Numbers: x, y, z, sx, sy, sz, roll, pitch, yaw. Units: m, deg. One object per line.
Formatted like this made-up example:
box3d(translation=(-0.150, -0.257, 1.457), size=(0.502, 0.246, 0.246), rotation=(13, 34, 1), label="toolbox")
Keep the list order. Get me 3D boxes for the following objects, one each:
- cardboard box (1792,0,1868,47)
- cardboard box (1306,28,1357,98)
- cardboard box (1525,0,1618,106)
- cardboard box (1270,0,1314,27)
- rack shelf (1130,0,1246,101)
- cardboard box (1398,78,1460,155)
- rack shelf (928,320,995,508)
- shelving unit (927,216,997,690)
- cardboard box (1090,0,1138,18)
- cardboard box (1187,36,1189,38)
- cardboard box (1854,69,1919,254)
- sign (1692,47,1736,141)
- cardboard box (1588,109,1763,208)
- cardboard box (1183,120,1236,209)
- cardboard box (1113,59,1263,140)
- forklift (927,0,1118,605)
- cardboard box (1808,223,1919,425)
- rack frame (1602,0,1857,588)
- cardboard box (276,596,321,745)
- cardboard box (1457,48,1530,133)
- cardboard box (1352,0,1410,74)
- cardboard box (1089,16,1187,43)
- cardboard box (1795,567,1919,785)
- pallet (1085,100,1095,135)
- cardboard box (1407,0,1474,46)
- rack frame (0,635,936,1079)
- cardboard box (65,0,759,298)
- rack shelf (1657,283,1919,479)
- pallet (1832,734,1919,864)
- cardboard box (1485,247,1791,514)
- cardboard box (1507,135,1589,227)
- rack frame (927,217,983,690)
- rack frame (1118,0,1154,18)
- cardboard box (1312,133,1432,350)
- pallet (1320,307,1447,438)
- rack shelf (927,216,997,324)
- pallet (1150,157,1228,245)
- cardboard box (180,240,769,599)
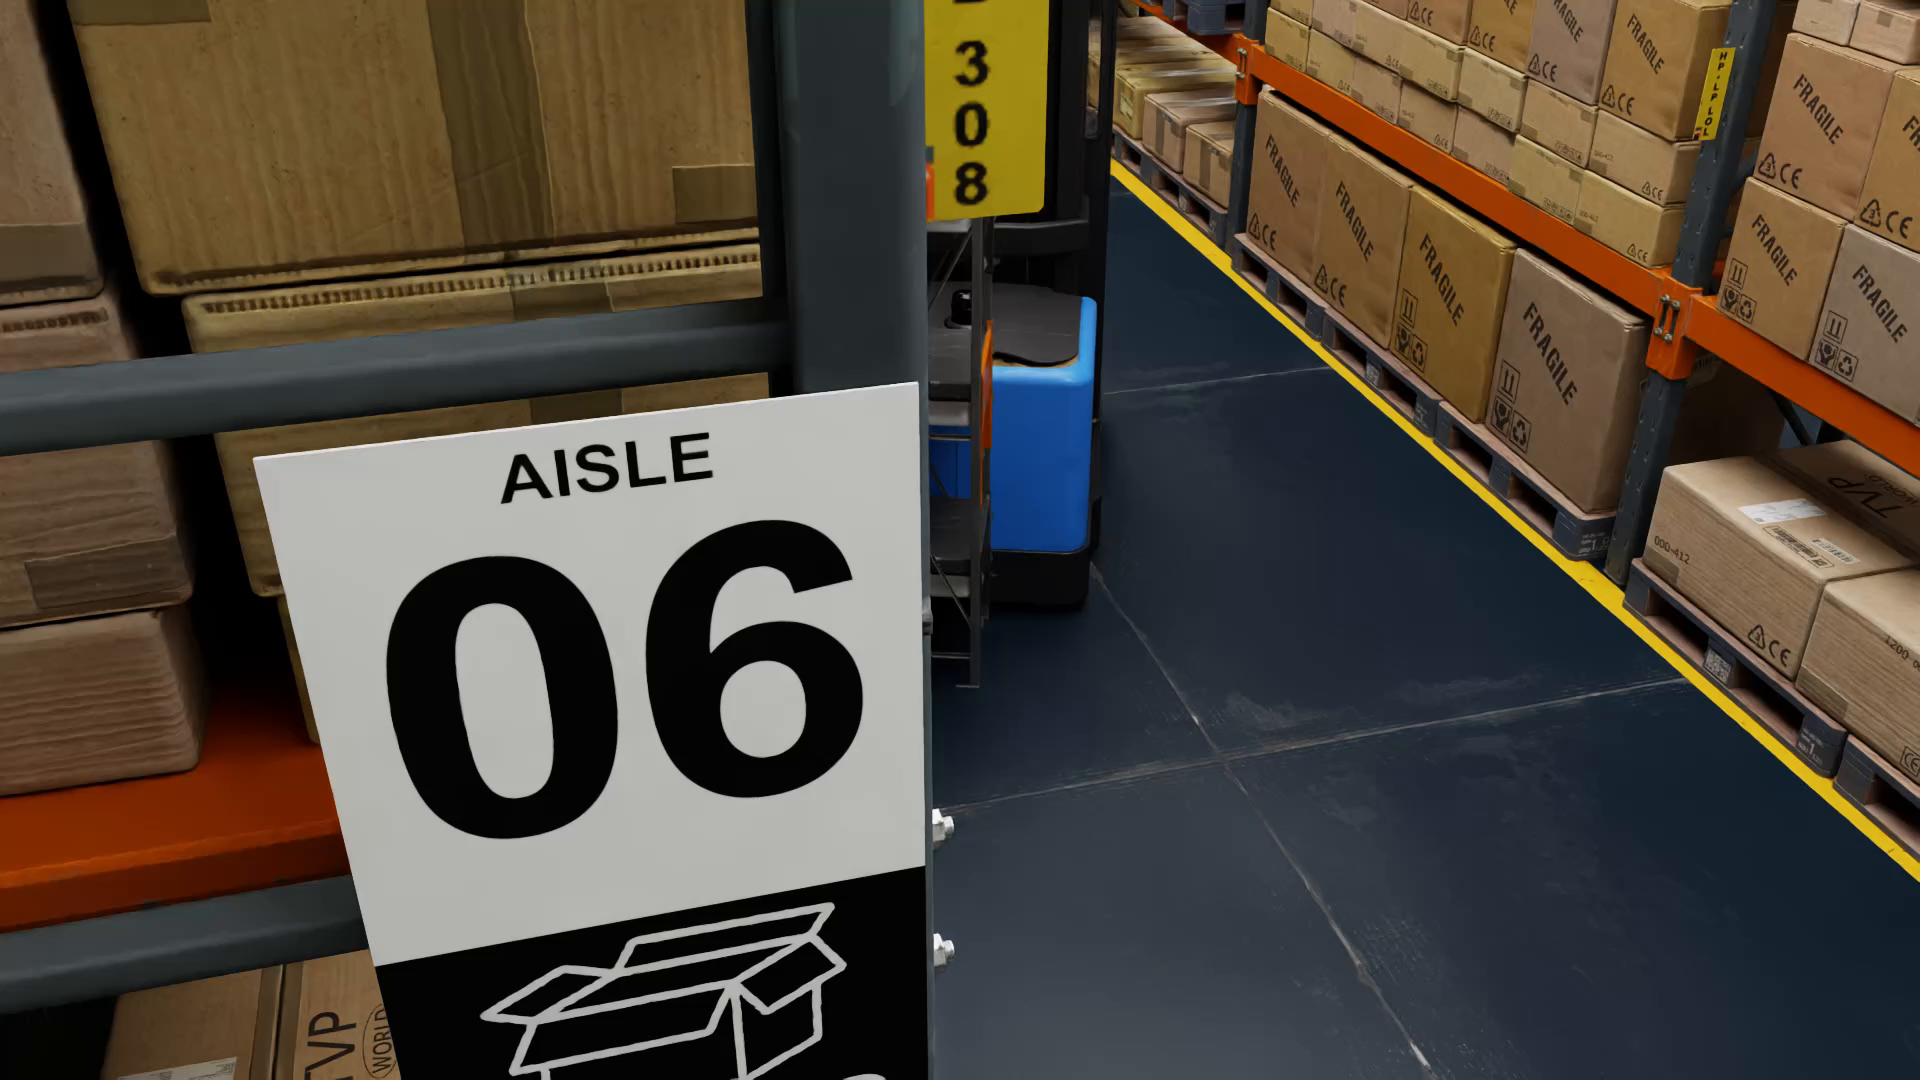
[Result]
box3d(translation=(3.039, -1.764, 5.558), size=(0.380, 0.149, 0.250), rotation=(-8, 31, -14), label="cardboard box")
box3d(translation=(2.184, -2.546, 8.804), size=(0.500, 0.250, 0.500), rotation=(-9, 31, -15), label="cardboard box")
box3d(translation=(2.700, -2.102, 6.789), size=(0.500, 0.500, 0.500), rotation=(-7, 31, -12), label="cardboard box")
box3d(translation=(2.040, -3.000, 9.090), size=(0.500, 0.250, 0.500), rotation=(-8, 31, -14), label="cardboard box")
box3d(translation=(1.613, -3.781, 11.506), size=(1.077, 0.370, 4.000), rotation=(-8, 31, -13), label="rack shelf")
box3d(translation=(2.452, -2.054, 7.954), size=(0.500, 0.250, 0.500), rotation=(-8, 31, -13), label="cardboard box")
box3d(translation=(-0.106, -0.465, 5.984), size=(0.431, 0.518, 0.480), rotation=(3, 30, 4), label="rack shelf")
box3d(translation=(-0.106, -0.477, 5.977), size=(0.431, 2.100, 0.503), rotation=(3, 30, 4), label="shelving unit")
box3d(translation=(1.186, -4.695, 13.945), size=(0.500, 0.500, 0.500), rotation=(-6, 31, -11), label="cardboard box")
box3d(translation=(2.110, -4.676, 14.827), size=(0.500, 0.500, 0.500), rotation=(13, 32, 21), label="cardboard box")
box3d(translation=(3.226, -1.164, 5.168), size=(0.500, 0.500, 0.500), rotation=(-8, 31, -14), label="cardboard box")
box3d(translation=(2.685, -1.584, 5.916), size=(0.100, 0.325, 0.005), rotation=(-8, 31, -13), label="sign")
box3d(translation=(2.854, -1.527, 6.544), size=(0.500, 0.250, 0.500), rotation=(-8, 31, -13), label="cardboard box")
box3d(translation=(2.003, -2.445, 10.684), size=(0.950, 0.372, 0.625), rotation=(-10, 32, -17), label="cardboard box")
box3d(translation=(1.604, -3.167, 11.932), size=(0.950, 0.372, 0.625), rotation=(-7, 31, -12), label="cardboard box")
box3d(translation=(0.120, -1.718, 7.293), size=(1.130, 2.935, 3.031), rotation=(3, 30, 4), label="forklift")
box3d(translation=(3.207, -0.733, 5.422), size=(0.500, 0.500, 0.500), rotation=(-8, 31, -13), label="cardboard box")
box3d(translation=(3.206, -1.194, 6.319), size=(1.000, 3.000, 0.127), rotation=(-8, 31, -13), label="rack frame")
box3d(translation=(-0.378, 0.025, 1.469), size=(0.380, 0.149, 0.250), rotation=(-7, 31, -12), label="cardboard box")
box3d(translation=(2.571, -2.016, 7.390), size=(0.500, 0.250, 0.500), rotation=(-7, 31, -12), label="cardboard box")
box3d(translation=(2.297, -2.508, 8.240), size=(0.500, 0.250, 0.500), rotation=(-8, 31, -13), label="cardboard box")
box3d(translation=(1.224, -3.850, 13.111), size=(0.950, 0.372, 0.625), rotation=(-7, 31, -13), label="cardboard box")
box3d(translation=(3.507, 0.482, 5.561), size=(0.875, 0.438, 0.875), rotation=(-9, 31, -15), label="cardboard box")
box3d(translation=(1.290, -3.476, 13.044), size=(1.003, 0.211, 1.213), rotation=(-8, 31, -13), label="pallet")
box3d(translation=(2.433, -2.597, 7.645), size=(0.500, 0.500, 0.500), rotation=(-7, 31, -12), label="cardboard box")
box3d(translation=(-0.517, 1.399, 1.838), size=(1.000, 3.000, 0.127), rotation=(-8, 31, -13), label="rack frame")
box3d(translation=(-0.393, -0.427, 1.353), size=(0.500, 0.250, 0.500), rotation=(-8, 31, -14), label="cardboard box")
box3d(translation=(3.736, 0.083, 4.831), size=(1.077, 0.370, 4.000), rotation=(-8, 31, -13), label="rack shelf")
box3d(translation=(3.659, 0.980, 5.345), size=(1.003, 0.211, 1.213), rotation=(-8, 31, -13), label="pallet")
box3d(translation=(2.964, -0.745, 7.245), size=(0.875, 0.875, 0.875), rotation=(-7, 31, -12), label="cardboard box")
box3d(translation=(2.709, -1.559, 7.099), size=(0.500, 0.250, 0.500), rotation=(-8, 31, -14), label="cardboard box")
box3d(translation=(-0.127, -0.355, 5.767), size=(0.400, 2.100, 0.015), rotation=(3, 30, 4), label="rack frame")
box3d(translation=(1.082, -5.058, 12.995), size=(1.000, 3.000, 0.127), rotation=(-8, 31, -13), label="rack frame")
box3d(translation=(2.480, -1.613, 8.743), size=(0.875, 0.875, 0.875), rotation=(-7, 31, -13), label="cardboard box")
box3d(translation=(2.601, -0.941, 8.664), size=(1.003, 0.211, 1.213), rotation=(-8, 31, -13), label="pallet")
box3d(translation=(-0.106, -1.071, 5.634), size=(0.431, 0.518, 0.480), rotation=(3, 30, 4), label="rack shelf")
box3d(translation=(1.938, -2.297, 11.008), size=(1.003, 0.211, 1.213), rotation=(-8, 31, -13), label="pallet")
box3d(translation=(-0.372, -0.213, 1.483), size=(0.500, 0.250, 0.500), rotation=(-8, 31, -14), label="cardboard box")
